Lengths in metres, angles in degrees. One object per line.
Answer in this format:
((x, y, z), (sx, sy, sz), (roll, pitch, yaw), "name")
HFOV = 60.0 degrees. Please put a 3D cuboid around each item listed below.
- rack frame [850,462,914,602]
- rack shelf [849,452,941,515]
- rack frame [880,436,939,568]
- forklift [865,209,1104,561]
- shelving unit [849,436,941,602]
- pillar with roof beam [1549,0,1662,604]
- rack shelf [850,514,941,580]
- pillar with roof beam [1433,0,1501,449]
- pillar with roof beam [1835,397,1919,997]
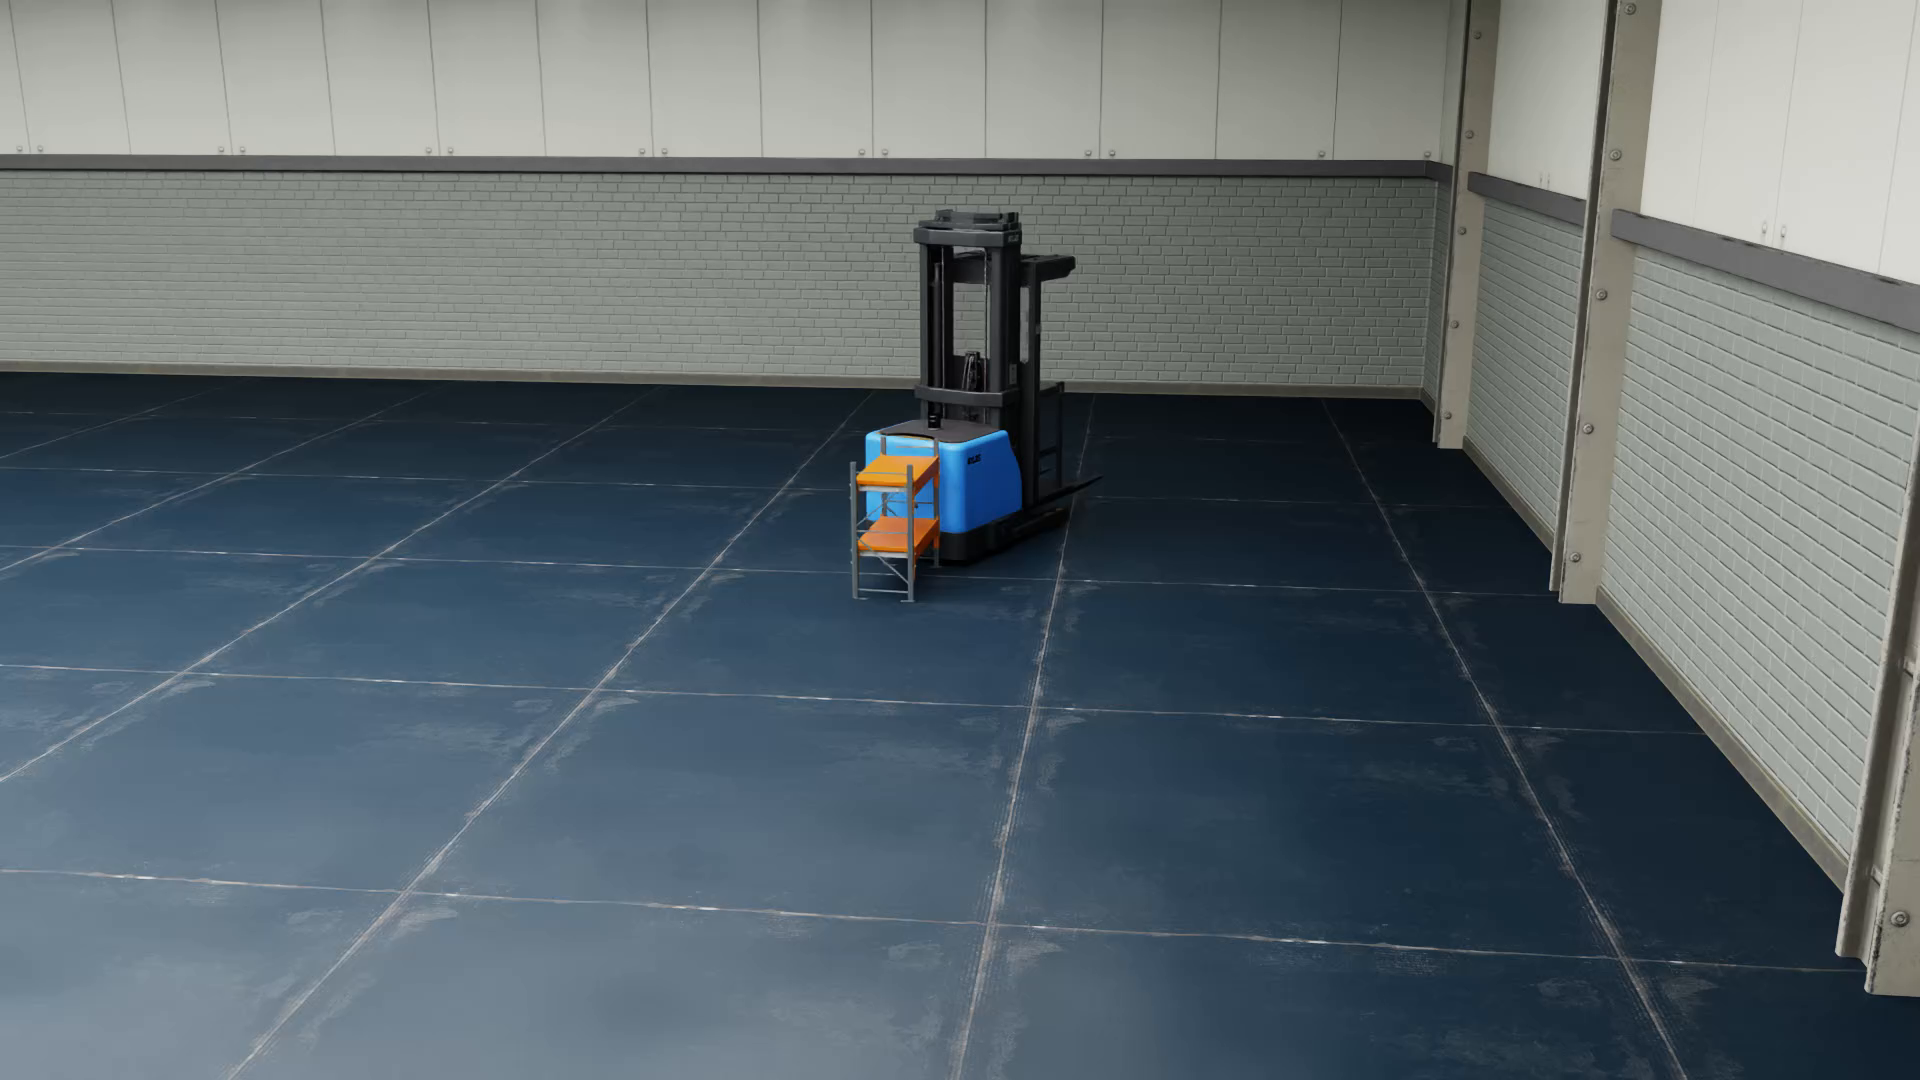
((-0.617, -0.059, 13.224), (0.500, 1.125, 0.032), (3, 15, 10), "rack frame")
((-0.521, -0.472, 13.630), (0.538, 0.278, 1.000), (3, 15, 10), "rack shelf")
((-0.425, -0.319, 14.188), (0.500, 1.125, 0.032), (3, 15, 10), "rack frame")
((0.366, -1.567, 15.342), (1.130, 2.935, 3.031), (9, 18, 31), "forklift")
((-0.521, -0.189, 13.706), (0.538, 1.125, 1.048), (3, 15, 10), "shelving unit")
((0.698, -4.014, 12.768), (9.100, 9.000, 0.400), (2, 15, 6), "pillar with roof beam")
((-0.521, 0.047, 13.770), (0.538, 0.278, 1.000), (3, 15, 10), "rack shelf")
((1.375, -5.570, 18.523), (9.100, 9.000, 0.400), (2, 15, 6), "pillar with roof beam")
((0.021, -2.458, 7.013), (9.100, 9.000, 0.400), (2, 15, 6), "pillar with roof beam")
